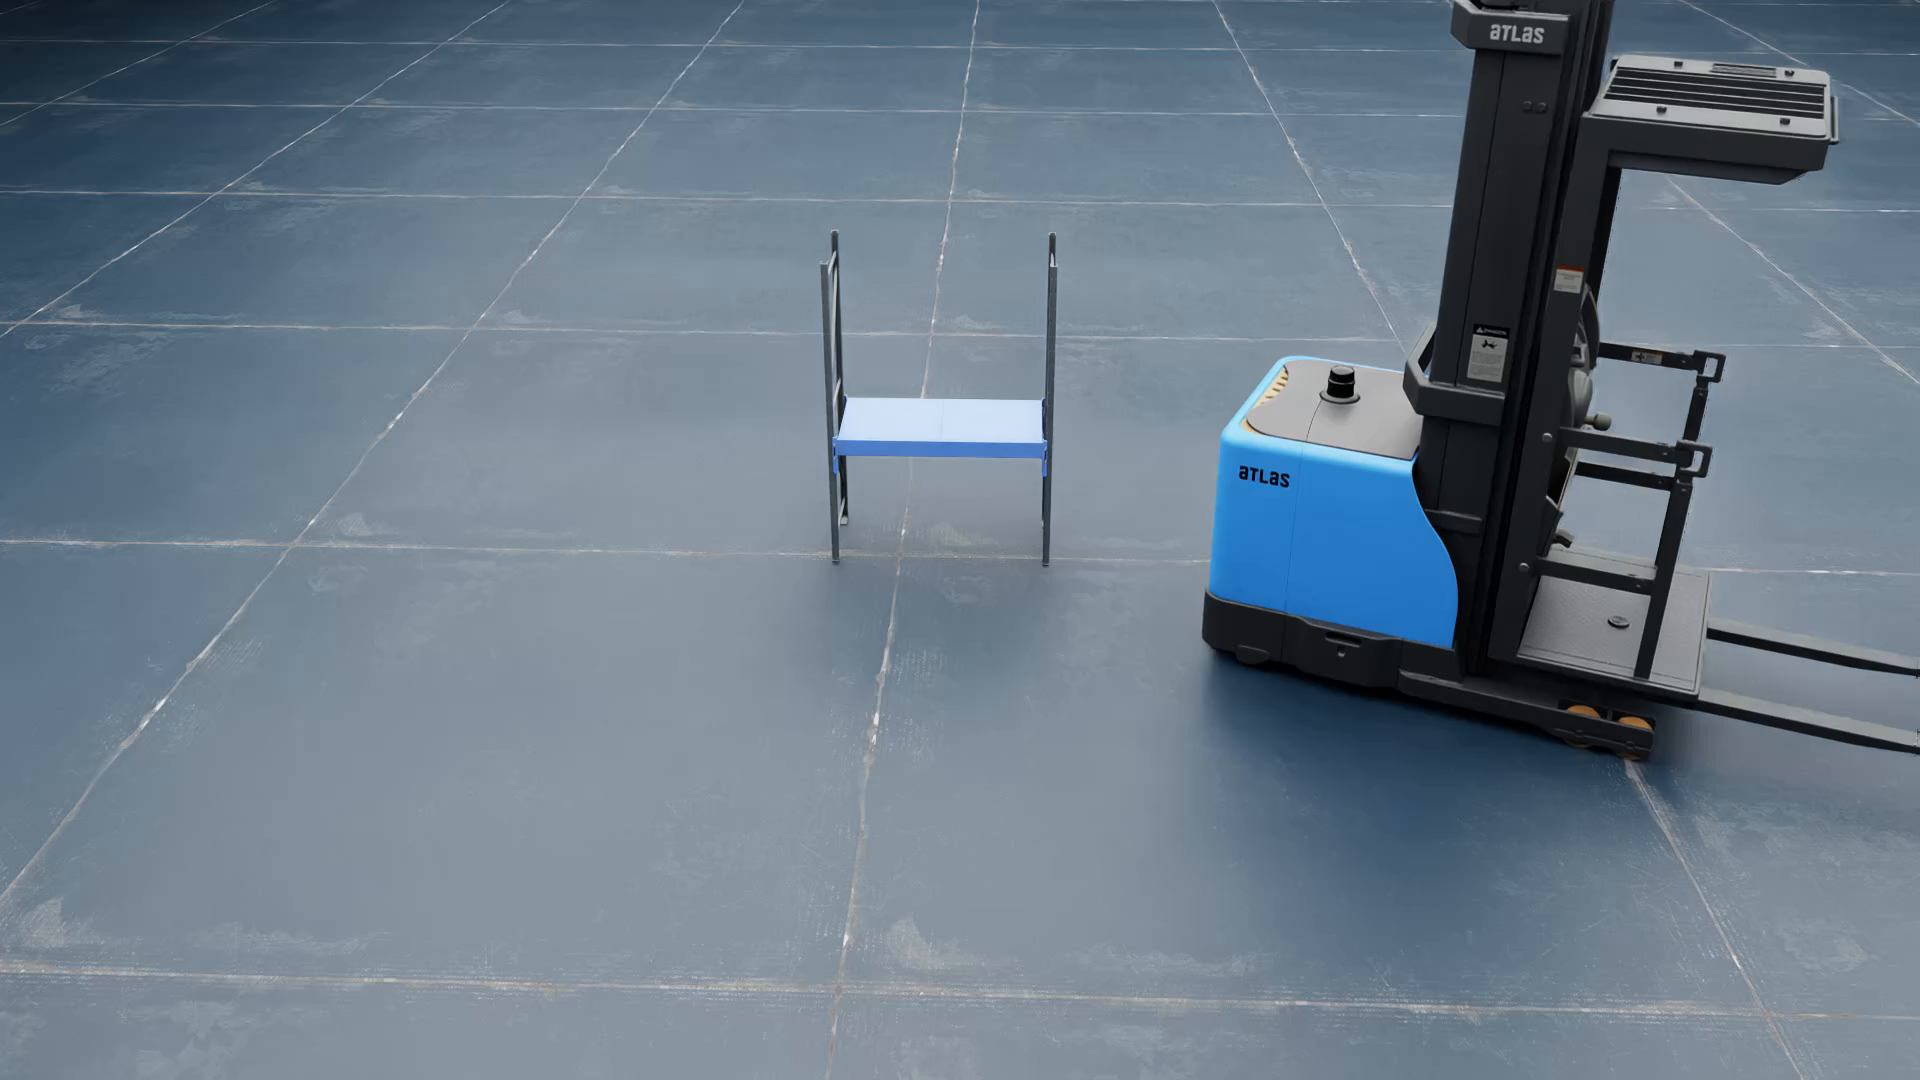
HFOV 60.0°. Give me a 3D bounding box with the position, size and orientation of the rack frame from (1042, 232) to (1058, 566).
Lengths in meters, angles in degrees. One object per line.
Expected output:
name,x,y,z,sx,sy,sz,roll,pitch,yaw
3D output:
rack frame,0.423,-0.656,7.886,0.032,1.500,0.500,1,28,2

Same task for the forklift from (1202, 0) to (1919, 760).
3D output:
forklift,2.621,-0.707,6.455,3.031,2.935,1.130,12,30,22

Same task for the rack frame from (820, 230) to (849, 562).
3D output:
rack frame,-0.593,-0.672,7.917,0.032,1.500,0.500,1,28,2

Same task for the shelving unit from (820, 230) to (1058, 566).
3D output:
shelving unit,-0.085,-0.664,7.901,1.048,1.500,0.538,1,28,2

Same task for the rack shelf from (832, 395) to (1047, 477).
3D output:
rack shelf,-0.085,-0.505,7.986,1.000,0.185,0.538,1,28,2
